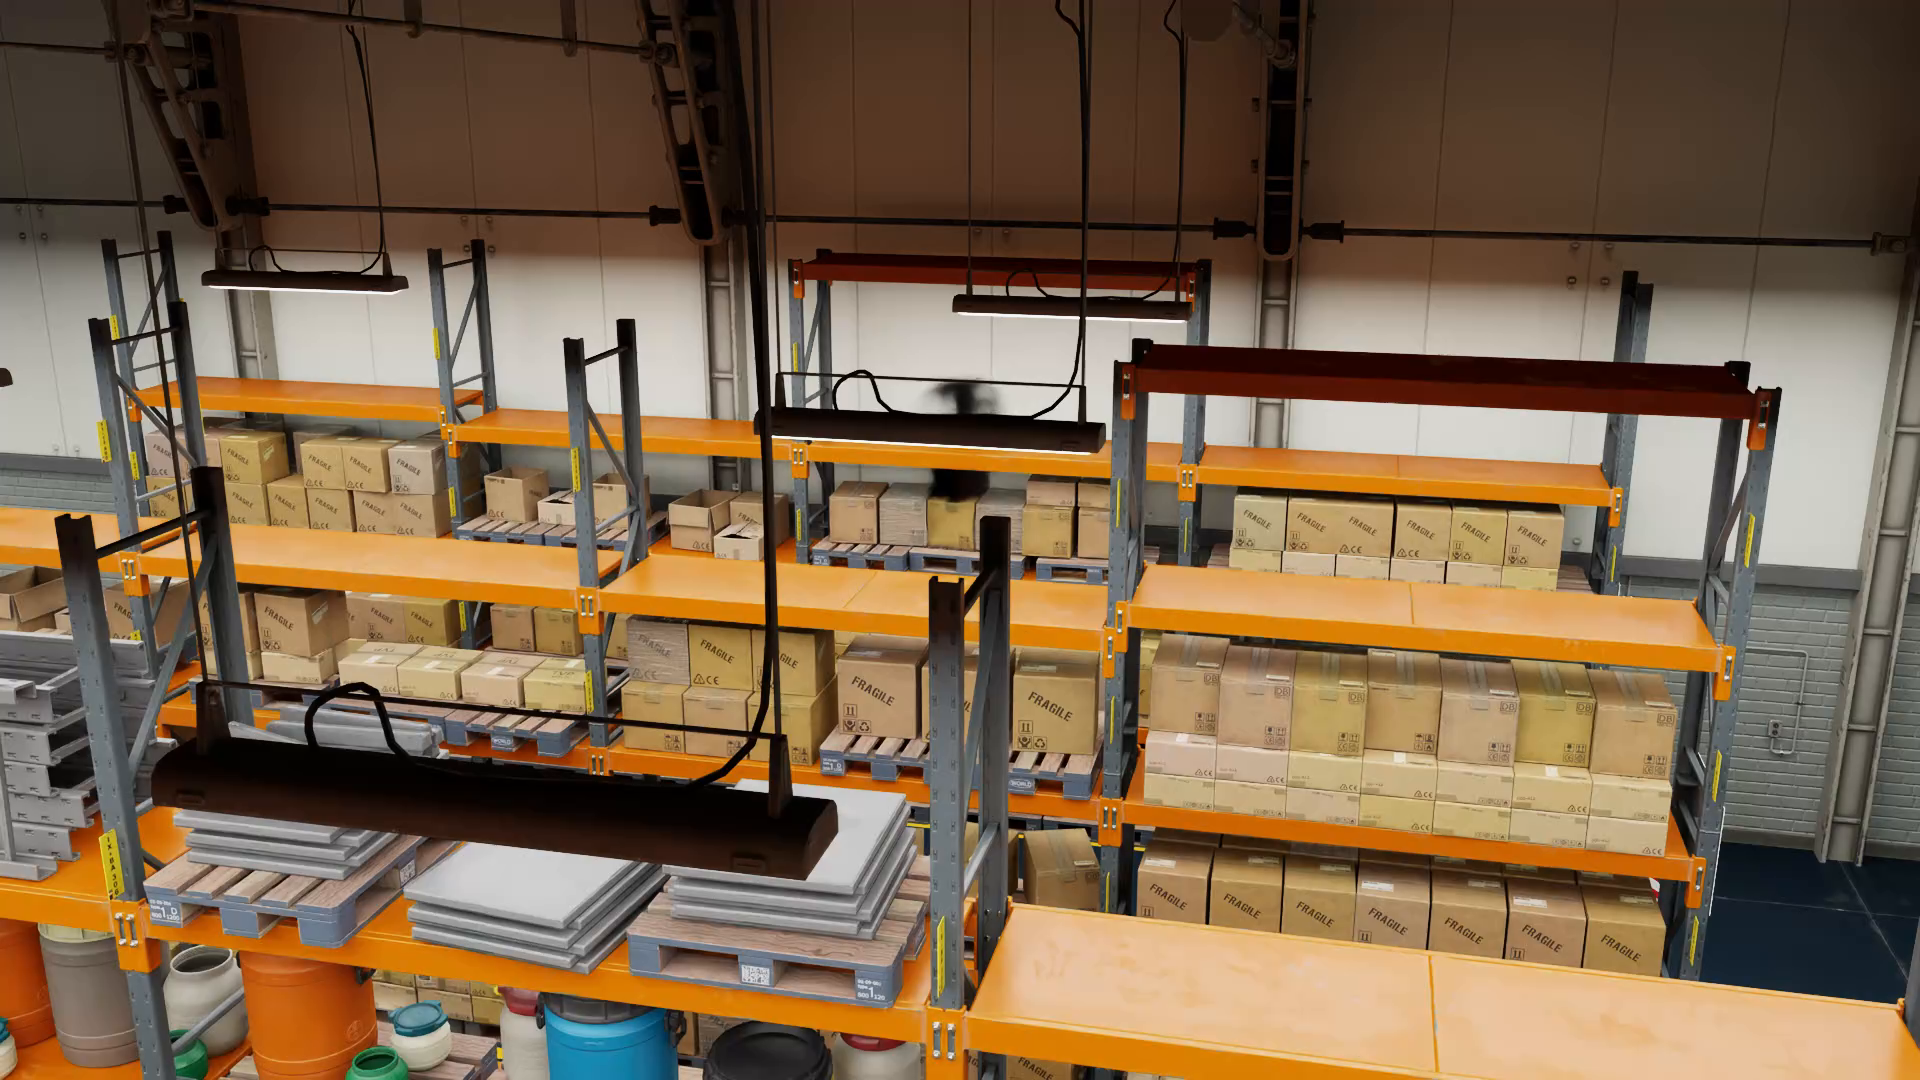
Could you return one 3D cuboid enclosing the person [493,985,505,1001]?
[{"bbox_3d":[-2.831,3.914,12.143,1.131,1.606,0.702,4,17,13],"label":"person"}]
